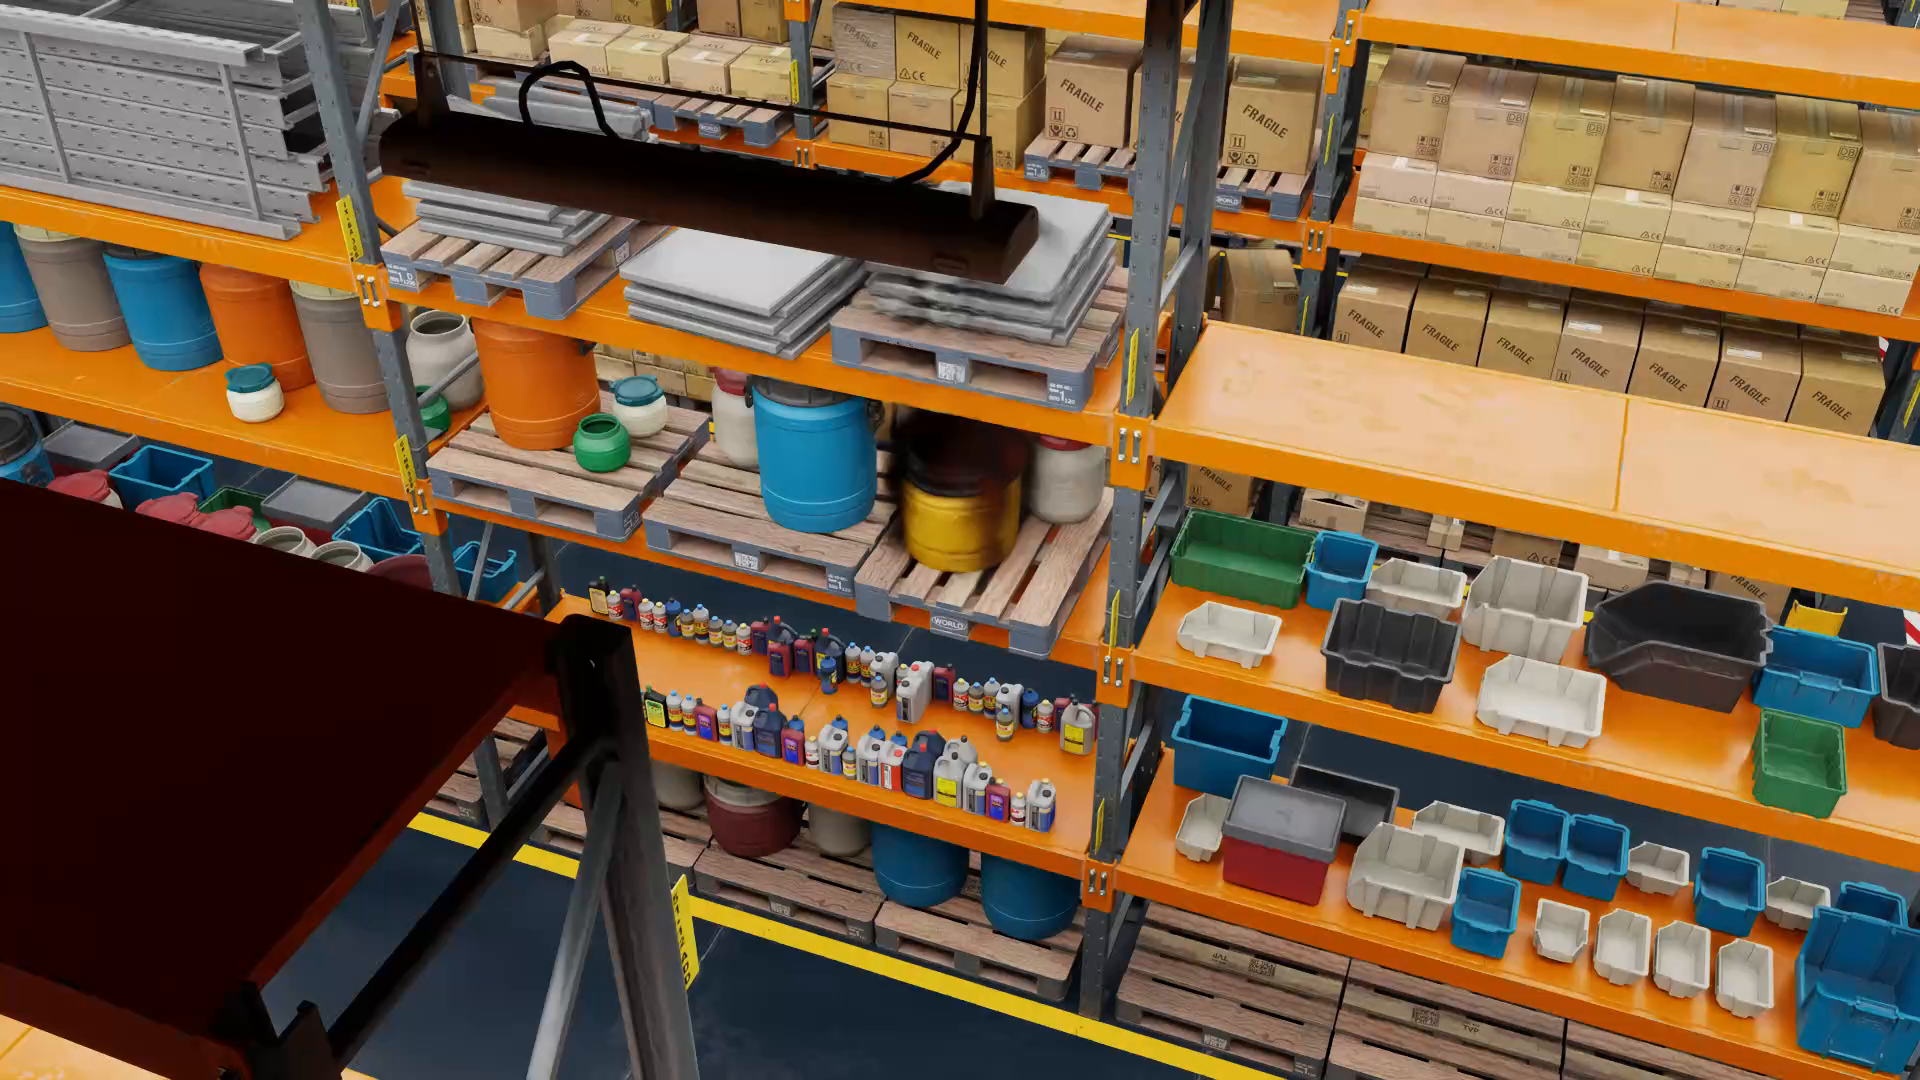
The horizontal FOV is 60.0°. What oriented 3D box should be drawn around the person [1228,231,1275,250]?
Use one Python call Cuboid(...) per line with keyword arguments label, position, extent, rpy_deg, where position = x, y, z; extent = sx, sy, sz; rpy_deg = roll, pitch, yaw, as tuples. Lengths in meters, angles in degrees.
Cuboid(label="person", position=(2.821, -2.704, 15.640), extent=(0.640, 1.647, 0.576), rpy_deg=(9, 37, 12))
